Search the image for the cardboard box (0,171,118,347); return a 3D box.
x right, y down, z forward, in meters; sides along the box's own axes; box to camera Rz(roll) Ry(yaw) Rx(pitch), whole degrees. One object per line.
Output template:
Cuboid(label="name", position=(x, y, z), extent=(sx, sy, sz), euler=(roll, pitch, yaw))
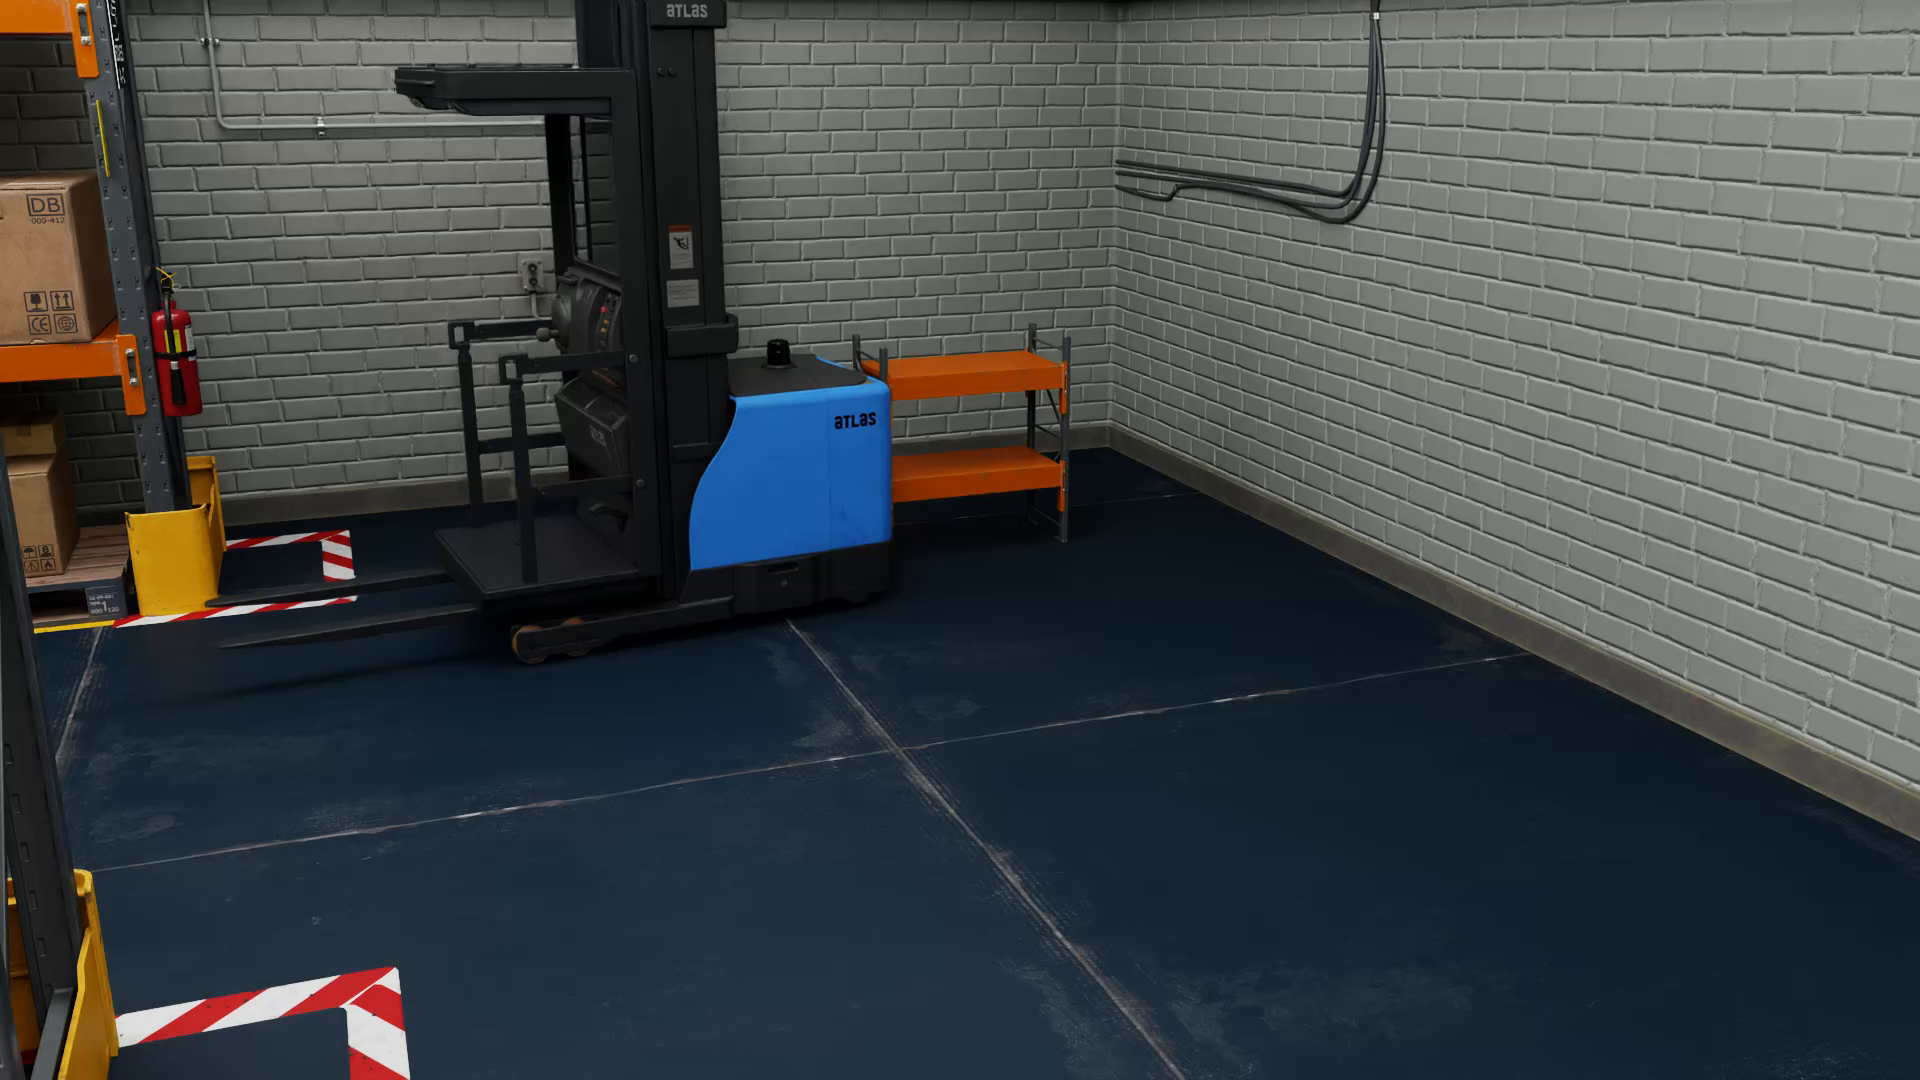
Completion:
Cuboid(label="cardboard box", position=(-4.417, -1.328, 7.766), extent=(0.700, 0.700, 0.980), euler=(-5, 17, -18))

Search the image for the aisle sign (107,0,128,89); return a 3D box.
Cuboid(label="aisle sign", position=(-3.769, -2.414, 7.382), extent=(0.004, 0.787, 0.394), euler=(-6, 17, -20))

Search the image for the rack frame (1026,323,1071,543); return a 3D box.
Cuboid(label="rack frame", position=(0.481, -0.592, 9.117), extent=(0.032, 1.125, 0.500), euler=(-6, 17, -20))

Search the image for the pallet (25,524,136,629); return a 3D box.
Cuboid(label="pallet", position=(-4.662, 0.201, 8.040), extent=(1.213, 0.211, 1.003), euler=(-6, 17, -20))

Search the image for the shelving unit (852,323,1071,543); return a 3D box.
Cuboid(label="shelving unit", position=(0.006, -0.540, 8.942), extent=(1.048, 1.125, 0.538), euler=(-6, 17, -20))

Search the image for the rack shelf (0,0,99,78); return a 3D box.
Cuboid(label="rack shelf", position=(-5.811, -2.131, 6.984), extent=(4.000, 0.370, 1.077), euler=(-6, 17, -20))

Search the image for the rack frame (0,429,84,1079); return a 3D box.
Cuboid(label="rack frame", position=(-2.168, 0.064, 3.555), extent=(0.127, 3.000, 1.000), euler=(-6, 17, -20))

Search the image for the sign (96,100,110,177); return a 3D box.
Cuboid(label="sign", position=(-3.763, -1.764, 7.305), extent=(0.005, 0.325, 0.100), euler=(-6, 17, -20))

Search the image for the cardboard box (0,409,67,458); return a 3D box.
Cuboid(label="cardboard box", position=(-4.517, -0.520, 8.086), extent=(0.250, 0.149, 0.380), euler=(-6, 17, -20))

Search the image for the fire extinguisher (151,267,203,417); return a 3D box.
Cuboid(label="fire extinguisher", position=(-3.638, -0.916, 7.694), extent=(0.183, 0.674, 0.296), euler=(-6, 17, -20))

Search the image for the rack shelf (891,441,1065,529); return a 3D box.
Cuboid(label="rack shelf", position=(0.006, -0.306, 9.011), extent=(1.000, 0.278, 0.538), euler=(-6, 17, -20))

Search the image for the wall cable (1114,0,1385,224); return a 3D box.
Cuboid(label="wall cable", position=(1.465, -3.103, 9.206), extent=(0.112, 2.526, 3.097), euler=(-6, 17, -20))

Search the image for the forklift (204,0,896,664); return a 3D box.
Cuboid(label="forklift", position=(-1.858, -1.036, 7.423), extent=(3.031, 2.935, 1.130), euler=(-9, 18, -27))

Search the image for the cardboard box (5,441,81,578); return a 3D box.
Cuboid(label="cardboard box", position=(-4.562, -0.144, 7.955), extent=(0.500, 0.500, 0.700), euler=(-6, 17, -20))

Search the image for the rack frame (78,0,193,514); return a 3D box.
Cuboid(label="rack frame", position=(-3.944, -1.239, 7.992), extent=(0.127, 3.000, 1.000), euler=(-6, 17, -20))

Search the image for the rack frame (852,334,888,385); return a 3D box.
Cuboid(label="rack frame", position=(-0.468, -0.489, 8.768), extent=(0.032, 1.125, 0.500), euler=(-6, 17, -20))

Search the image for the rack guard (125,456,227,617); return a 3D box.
Cuboid(label="rack guard", position=(-3.921, -0.042, 8.352), extent=(0.348, 0.500, 1.175), euler=(-6, 17, -20))

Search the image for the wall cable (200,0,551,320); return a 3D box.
Cuboid(label="wall cable", position=(-3.087, -2.104, 9.136), extent=(1.851, 1.984, 0.084), euler=(-6, 17, -20))

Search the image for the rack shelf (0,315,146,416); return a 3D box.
Cuboid(label="rack shelf", position=(-5.811, -0.692, 7.407), extent=(4.000, 0.370, 1.077), euler=(-6, 17, -20))

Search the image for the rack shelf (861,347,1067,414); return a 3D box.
Cuboid(label="rack shelf", position=(0.006, -0.821, 8.860), extent=(1.000, 0.278, 0.538), euler=(-6, 17, -20))

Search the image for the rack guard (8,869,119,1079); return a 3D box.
Cuboid(label="rack guard", position=(-2.239, 1.271, 3.881), extent=(0.348, 0.500, 1.175), euler=(-6, 17, -20))
